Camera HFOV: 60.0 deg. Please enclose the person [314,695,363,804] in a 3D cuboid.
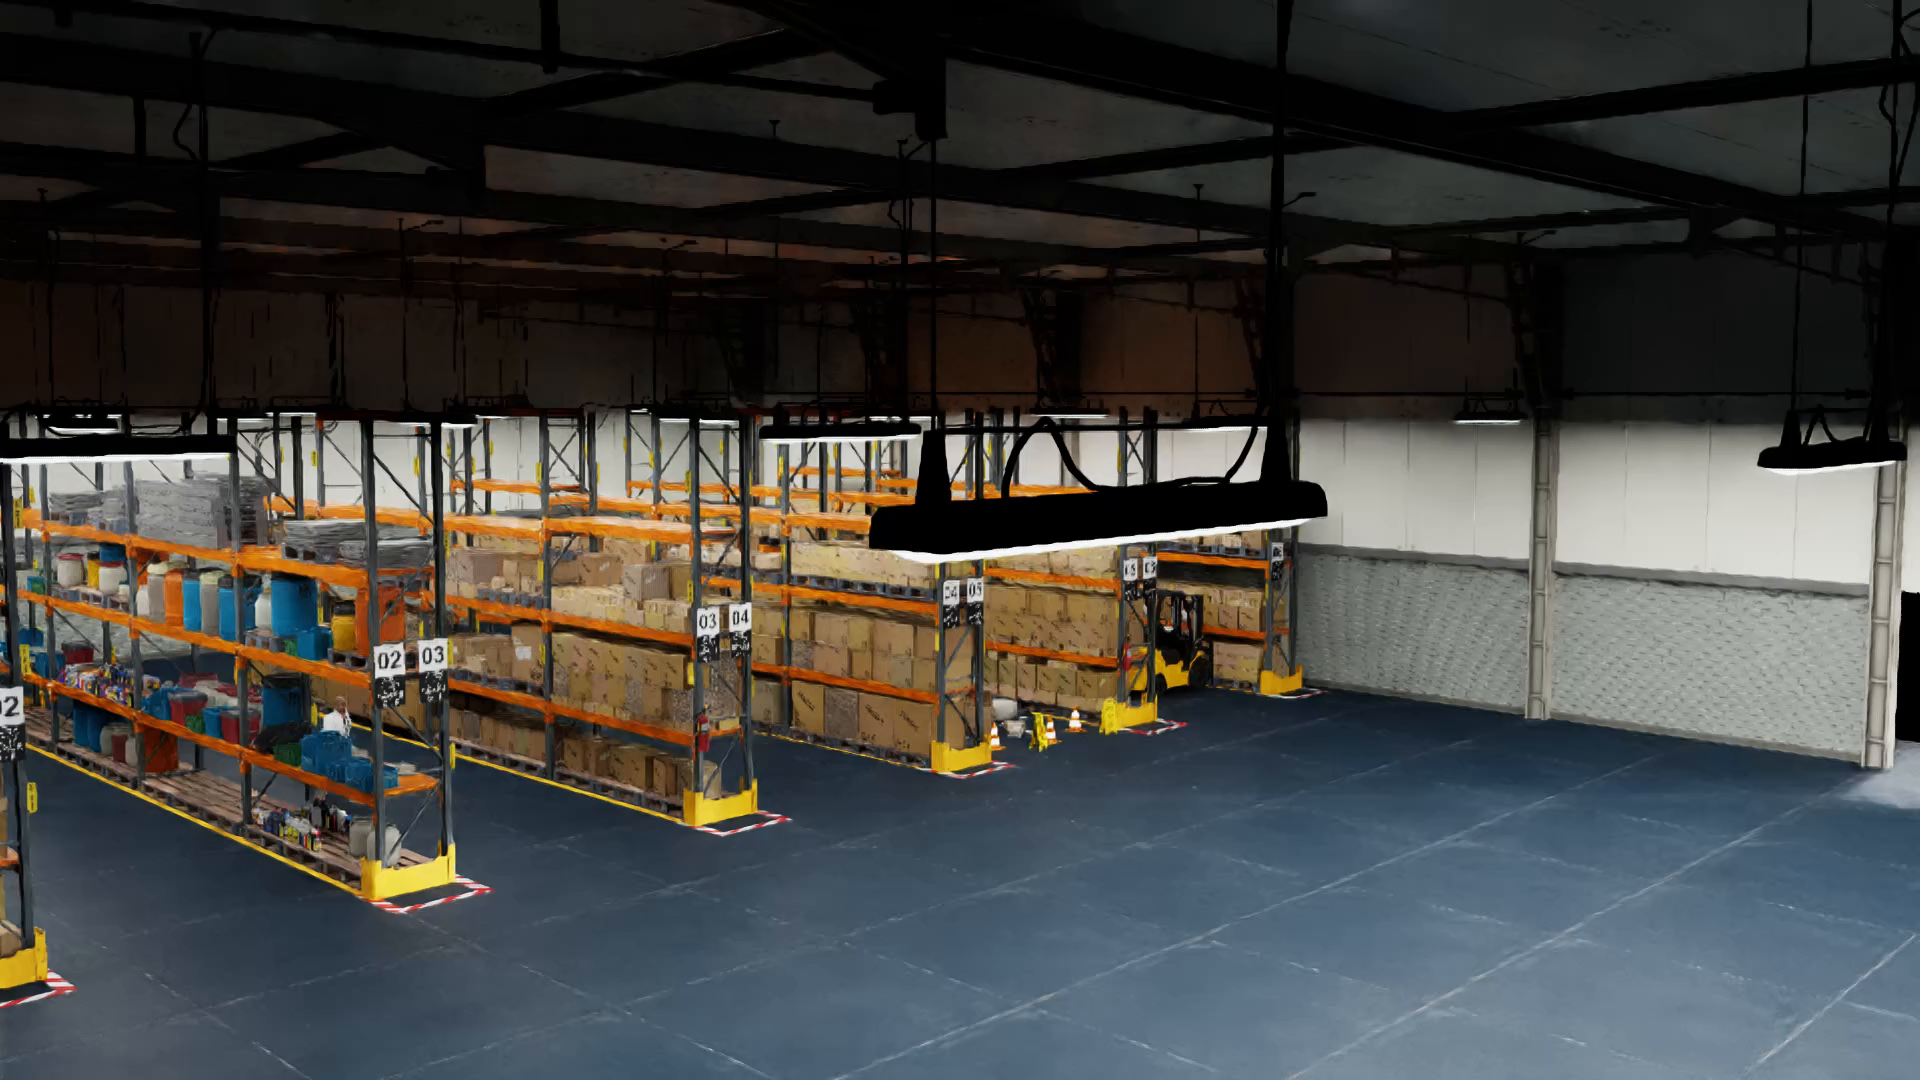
[{"bbox_3d":[-9.471,3.214,25.327,0.786,1.734,0.706,2,5,22],"label":"person"}]
